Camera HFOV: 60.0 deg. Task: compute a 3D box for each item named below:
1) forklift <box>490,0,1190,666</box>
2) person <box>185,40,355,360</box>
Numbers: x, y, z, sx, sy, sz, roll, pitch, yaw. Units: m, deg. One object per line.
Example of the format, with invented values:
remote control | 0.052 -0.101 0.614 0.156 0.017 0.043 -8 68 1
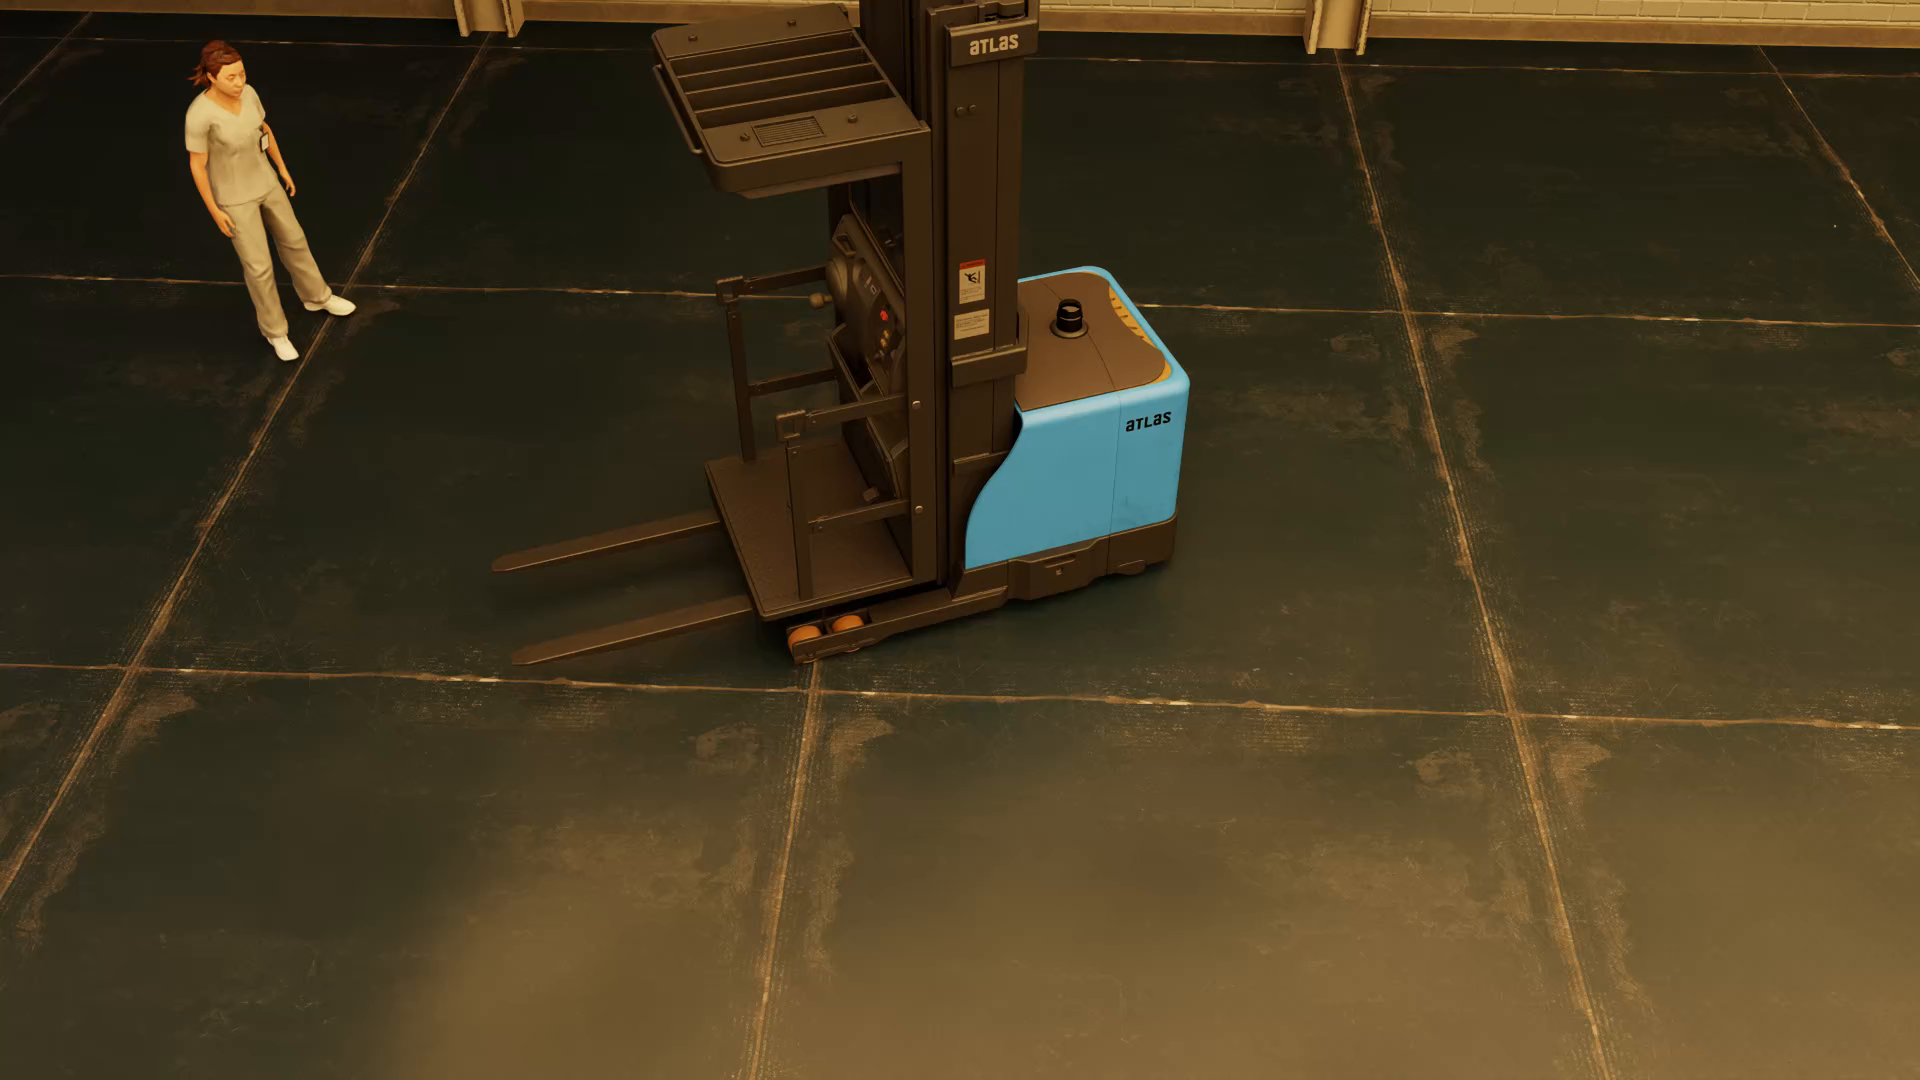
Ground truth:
forklift | -0.573 -0.945 6.778 3.031 2.935 1.130 -13 44 -14
person | -3.617 -1.777 8.565 0.392 1.678 0.568 19 46 20
